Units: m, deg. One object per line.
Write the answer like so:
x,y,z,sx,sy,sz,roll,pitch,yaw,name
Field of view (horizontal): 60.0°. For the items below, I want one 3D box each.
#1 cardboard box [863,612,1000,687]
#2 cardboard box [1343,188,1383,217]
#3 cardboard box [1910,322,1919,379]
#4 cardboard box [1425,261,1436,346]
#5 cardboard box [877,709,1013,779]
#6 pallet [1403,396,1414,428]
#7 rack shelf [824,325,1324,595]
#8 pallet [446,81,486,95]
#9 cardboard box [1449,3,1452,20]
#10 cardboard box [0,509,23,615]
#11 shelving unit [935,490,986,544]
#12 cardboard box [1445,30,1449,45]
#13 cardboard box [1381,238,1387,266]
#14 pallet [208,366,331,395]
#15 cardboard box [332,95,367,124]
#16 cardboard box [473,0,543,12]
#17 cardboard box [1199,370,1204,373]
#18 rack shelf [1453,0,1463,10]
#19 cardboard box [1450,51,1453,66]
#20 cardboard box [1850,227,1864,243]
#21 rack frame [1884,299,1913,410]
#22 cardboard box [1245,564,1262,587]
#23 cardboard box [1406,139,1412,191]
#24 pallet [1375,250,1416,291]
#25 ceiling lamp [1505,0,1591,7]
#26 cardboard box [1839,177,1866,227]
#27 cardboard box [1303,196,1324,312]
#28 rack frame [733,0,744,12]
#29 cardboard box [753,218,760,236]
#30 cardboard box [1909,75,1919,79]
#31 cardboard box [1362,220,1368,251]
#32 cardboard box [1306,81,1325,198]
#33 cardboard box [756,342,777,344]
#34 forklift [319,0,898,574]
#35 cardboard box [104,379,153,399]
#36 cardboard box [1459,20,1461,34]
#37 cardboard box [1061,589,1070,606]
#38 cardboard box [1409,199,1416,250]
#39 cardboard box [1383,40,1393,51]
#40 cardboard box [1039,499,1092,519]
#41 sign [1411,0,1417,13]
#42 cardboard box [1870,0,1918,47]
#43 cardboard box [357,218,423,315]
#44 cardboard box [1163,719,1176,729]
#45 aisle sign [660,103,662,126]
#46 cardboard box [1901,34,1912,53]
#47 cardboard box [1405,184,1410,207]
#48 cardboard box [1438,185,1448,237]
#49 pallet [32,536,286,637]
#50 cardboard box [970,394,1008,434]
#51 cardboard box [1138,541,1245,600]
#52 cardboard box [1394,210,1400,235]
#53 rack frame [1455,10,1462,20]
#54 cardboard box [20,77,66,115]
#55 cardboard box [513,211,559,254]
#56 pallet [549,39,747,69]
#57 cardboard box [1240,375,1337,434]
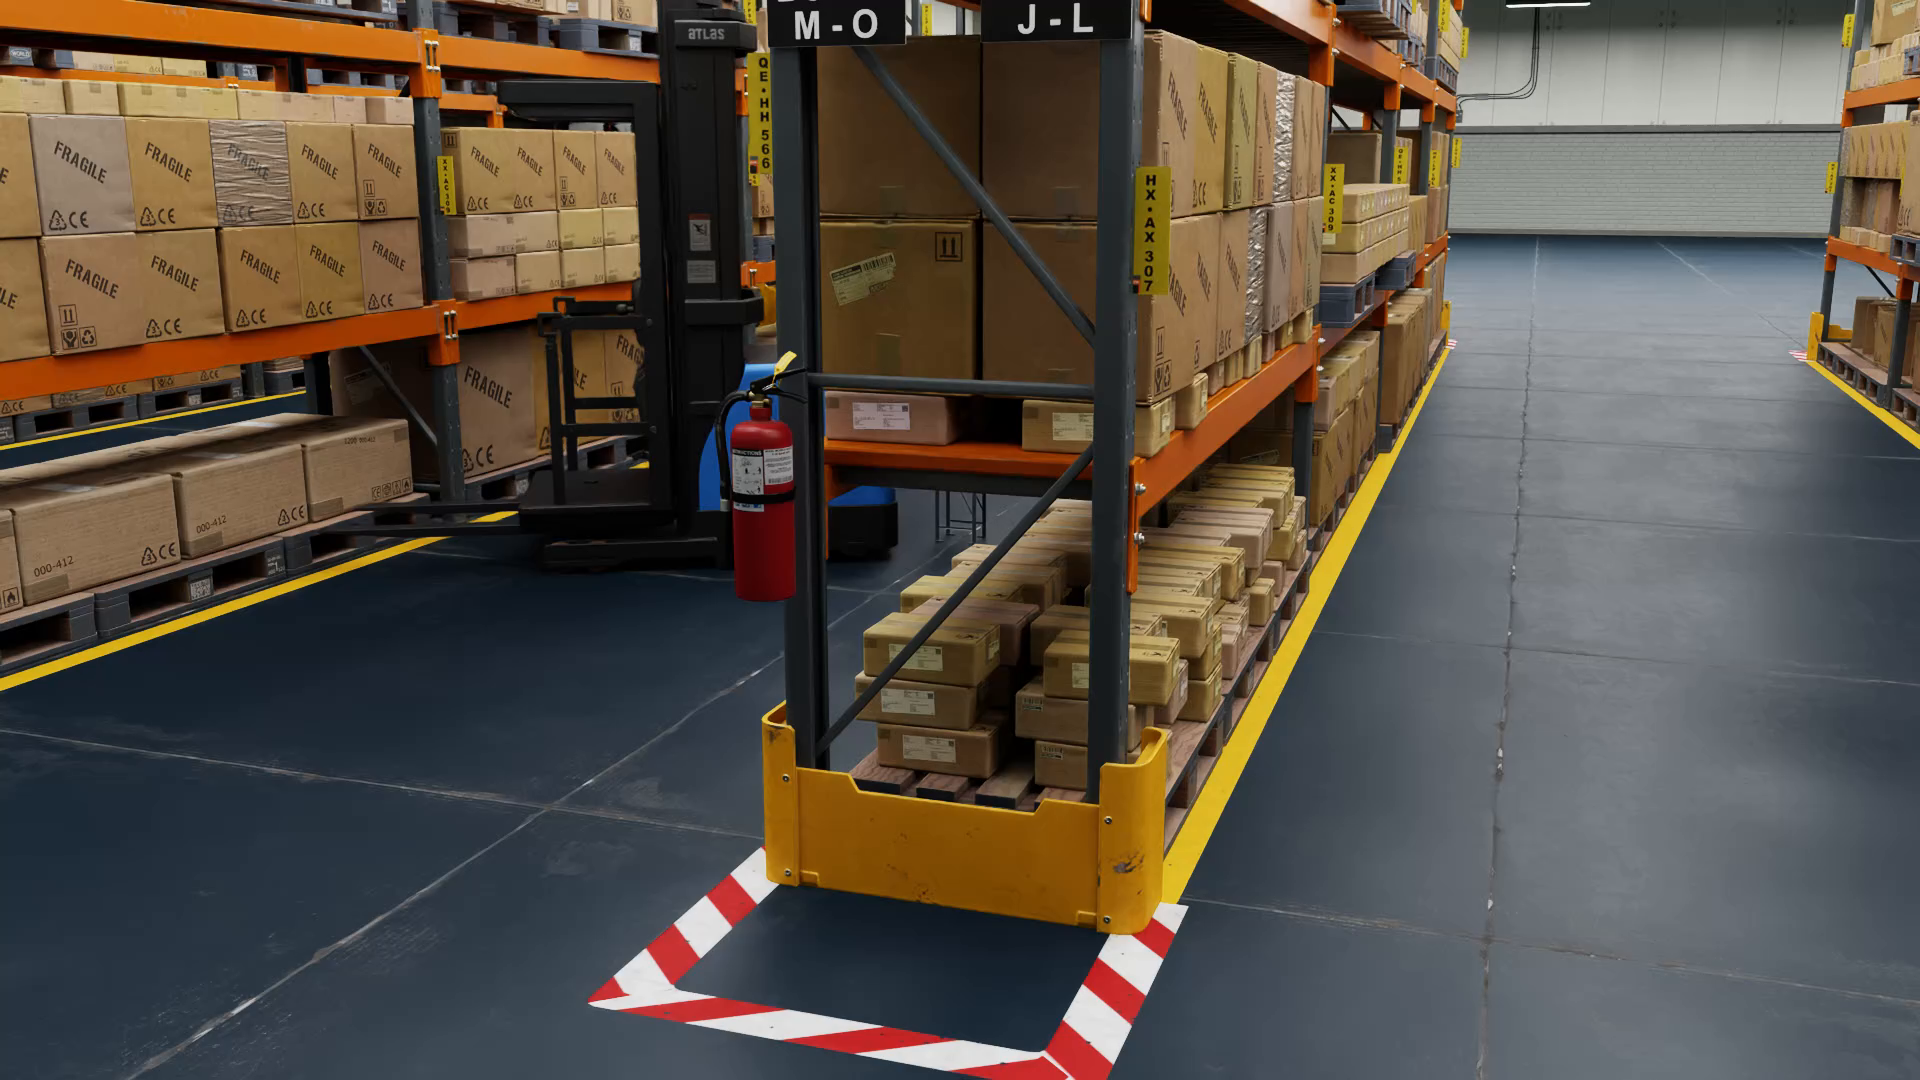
-0.089,0.350,5.341,0.380,0.149,0.250,5,14,19,cardboard box
2.172,-1.899,9.352,0.380,0.149,0.250,4,14,18,cardboard box
8.690,-1.631,14.568,0.500,0.500,0.500,4,13,17,cardboard box
4.420,-2.429,17.219,0.875,0.875,0.875,4,14,19,cardboard box
-0.047,0.644,5.390,0.380,0.149,0.250,5,14,19,cardboard box
3.291,-1.157,14.084,1.003,0.211,1.213,4,14,18,pallet
0.627,-0.486,6.494,1.077,0.370,4.000,4,14,18,rack shelf
-5.300,-5.235,19.140,1.003,0.211,1.213,4,14,18,pallet
4.630,-5.192,16.356,0.380,0.149,0.250,5,14,19,cardboard box
-4.618,0.147,6.916,0.875,0.438,0.875,4,13,16,cardboard box
0.005,-0.588,9.368,0.258,1.200,0.189,4,14,18,shelving unit
4.448,-4.919,16.059,0.500,0.250,0.500,4,14,18,cardboard box
2.339,-1.718,9.896,0.380,0.149,0.250,4,13,16,cardboard box
-6.543,-1.603,16.036,1.003,0.211,1.213,4,14,18,pallet
-3.429,-2.310,8.939,0.380,0.149,0.250,5,14,20,cardboard box
-2.883,-3.474,10.057,0.500,0.500,0.500,4,13,17,cardboard box
0.641,-0.567,5.796,0.380,0.149,0.250,4,14,18,cardboard box
4.510,-5.743,16.940,1.077,0.370,4.000,4,14,18,rack shelf
4.876,-4.962,17.144,0.380,0.149,0.250,5,14,19,cardboard box
9.244,-3.084,16.823,0.380,0.149,0.250,4,14,18,cardboard box
8.523,-2.564,13.981,1.000,3.000,0.127,4,14,18,rack frame
1.089,0.088,7.157,0.380,0.149,0.250,5,14,20,cardboard box
3.708,-3.374,15.056,0.700,0.500,0.500,4,13,17,cardboard box
2.439,-1.849,11.279,1.213,0.211,1.003,4,14,18,pallet
14.607,-14.794,40.964,2.000,3.185,0.800,4,14,18,ceiling lamp
9.613,-3.486,17.128,0.875,0.500,0.500,4,14,18,cardboard box
1.385,-1.330,7.679,0.500,0.500,0.500,4,14,18,cardboard box
-2.148,-5.360,12.749,1.000,3.000,0.127,4,14,18,rack frame
-1.867,-2.573,13.639,0.380,0.149,0.250,4,13,15,cardboard box
8.424,-4.068,14.166,0.500,0.250,0.500,5,14,21,cardboard box
1.919,-1.590,8.665,0.380,0.149,0.250,4,13,17,cardboard box
1.378,-1.821,7.584,0.500,0.500,0.500,4,13,16,cardboard box
-1.956,-1.477,14.180,0.950,0.372,0.625,3,13,15,cardboard box
-1.900,-1.379,8.943,3.031,2.935,1.130,-2,13,-9,forklift
-7.118,-1.458,13.811,0.500,0.500,0.500,5,14,21,cardboard box
5.287,-5.619,18.228,0.380,0.149,0.250,4,14,19,cardboard box
0.203,0.273,6.345,0.380,0.149,0.250,5,14,19,cardboard box
3.458,-2.542,13.660,0.500,0.500,0.500,4,14,18,cardboard box
2.475,-3.367,10.531,0.500,0.500,0.500,4,14,18,cardboard box
0.564,-0.090,7.269,0.380,0.149,0.250,5,14,20,cardboard box
3.081,-3.775,11.384,0.100,0.325,0.005,4,14,18,sign
9.081,-5.013,15.953,0.500,0.500,0.500,4,14,18,cardboard box
-3.350,-1.526,9.207,0.500,0.500,0.500,4,14,19,cardboard box
0.533,0.568,5.720,0.380,0.149,0.250,5,14,19,cardboard box
-3.958,-5.736,22.038,0.394,0.787,0.004,4,14,18,aisle sign
8.592,-4.406,14.749,0.380,0.149,0.250,4,13,17,cardboard box
2.844,-2.336,11.267,0.380,0.149,0.250,4,13,16,cardboard box
4.922,-3.659,18.441,0.875,0.550,0.550,4,14,18,cardboard box
-4.155,0.179,8.231,1.003,0.211,1.213,4,14,18,pallet
-0.066,-0.432,5.204,0.380,0.149,0.250,4,14,18,cardboard box
0.878,0.115,6.369,0.380,0.149,0.250,5,14,19,cardboard box
2.591,-2.026,10.576,0.380,0.149,0.250,4,14,19,cardboard box
5.157,-6.709,18.661,1.000,3.000,0.127,4,14,18,rack frame
-4.047,-1.881,7.058,0.380,0.149,0.250,4,14,19,cardboard box
-2.891,-1.948,10.495,0.500,0.250,0.500,5,14,19,cardboard box
-2.306,-3.666,12.493,1.213,0.211,1.003,5,14,21,pallet
1.763,-0.746,9.005,0.500,0.250,0.500,4,13,16,cardboard box
